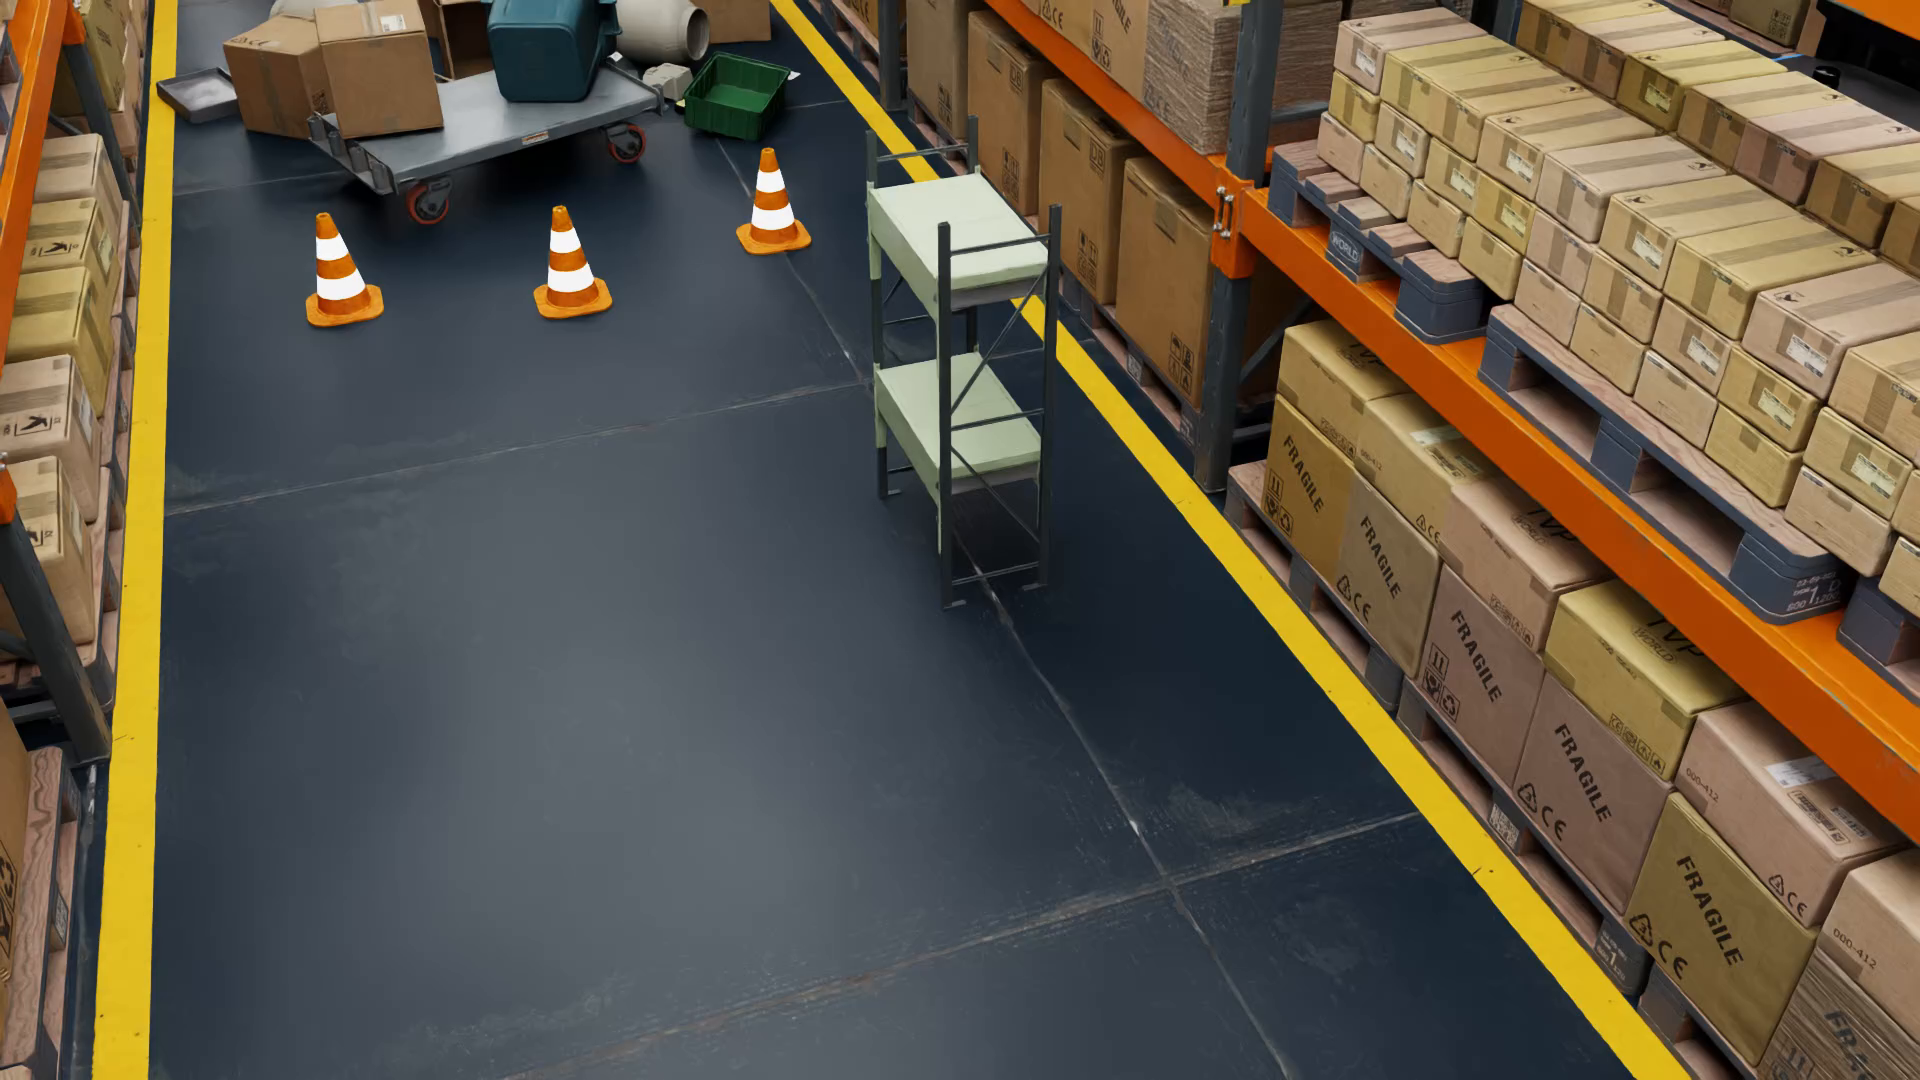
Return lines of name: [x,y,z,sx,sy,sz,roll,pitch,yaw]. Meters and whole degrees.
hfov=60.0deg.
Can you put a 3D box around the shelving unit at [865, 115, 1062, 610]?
shelving unit: [-0.002,-0.603,5.804,0.431,1.500,0.755,-12,39,-16]

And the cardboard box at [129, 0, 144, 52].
cardboard box: [-5.070,-3.025,9.709,0.500,0.250,0.500,-14,39,-18]

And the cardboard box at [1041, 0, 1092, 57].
cardboard box: [0.660,-2.311,6.742,0.500,0.500,0.500,-13,39,-17]

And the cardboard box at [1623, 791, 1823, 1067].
cardboard box: [2.118,0.927,4.255,0.500,0.500,0.500,-13,39,-17]

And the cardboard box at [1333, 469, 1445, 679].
cardboard box: [1.589,0.059,5.408,0.500,0.500,0.500,-12,39,-15]

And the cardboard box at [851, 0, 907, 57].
cardboard box: [-0.118,-3.456,9.762,0.875,0.875,0.875,-12,39,-15]

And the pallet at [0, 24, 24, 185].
pallet: [-3.923,-1.459,5.853,1.003,0.211,1.213,-12,39,-16]

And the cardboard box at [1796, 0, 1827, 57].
cardboard box: [5.255,-2.974,9.417,0.700,0.500,0.500,-16,40,-20]

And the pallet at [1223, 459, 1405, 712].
pallet: [1.677,0.048,6.011,1.003,0.211,1.213,-12,39,-16]

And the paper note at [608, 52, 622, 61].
paper note: [-2.153,-2.967,10.170,0.172,0.023,0.155,0,37,0]

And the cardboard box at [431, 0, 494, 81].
cardboard box: [-2.646,-3.008,9.712,0.797,0.637,0.503,-12,39,-16]

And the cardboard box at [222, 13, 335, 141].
cardboard box: [-3.671,-2.575,9.251,0.500,0.500,0.500,12,39,16]

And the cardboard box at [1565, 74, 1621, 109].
cardboard box: [2.100,-1.359,5.173,0.380,0.149,0.250,-11,38,-14]

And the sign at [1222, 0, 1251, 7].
sign: [0.889,-1.854,5.255,0.100,0.325,0.005,-12,39,-16]

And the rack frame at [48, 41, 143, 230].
rack frame: [-4.580,-2.686,7.322,1.000,3.000,0.127,-12,39,-16]

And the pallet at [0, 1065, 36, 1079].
pallet: [-2.587,1.837,3.636,1.003,0.211,1.213,-12,39,-16]

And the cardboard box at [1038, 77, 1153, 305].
cardboard box: [0.980,-1.633,7.445,1.050,0.750,0.750,-12,39,-15]

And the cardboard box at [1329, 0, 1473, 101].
cardboard box: [1.508,-1.857,6.139,0.500,0.500,0.500,-12,39,-15]

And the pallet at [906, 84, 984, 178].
pallet: [0.369,-2.233,9.040,1.003,0.211,1.213,-12,39,-16]

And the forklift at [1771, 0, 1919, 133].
forklift: [4.539,-2.362,6.950,3.031,2.935,1.130,-15,39,-19]

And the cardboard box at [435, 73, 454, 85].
cardboard box: [-2.845,-2.498,9.346,0.396,0.266,0.258,19,41,23]

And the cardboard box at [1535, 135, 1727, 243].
cardboard box: [1.747,-0.919,4.342,0.380,0.149,0.250,-11,38,-14]

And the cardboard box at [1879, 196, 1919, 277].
cardboard box: [2.540,-0.753,4.122,0.380,0.149,0.250,-11,38,-15]

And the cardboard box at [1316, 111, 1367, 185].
cardboard box: [1.374,-1.281,5.317,0.380,0.149,0.250,-13,39,-17]

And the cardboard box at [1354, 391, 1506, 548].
cardboard box: [1.594,-0.251,5.195,0.500,0.250,0.500,-13,39,-16]

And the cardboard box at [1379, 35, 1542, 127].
cardboard box: [1.481,-1.360,4.928,0.380,0.149,0.250,-13,39,-17]

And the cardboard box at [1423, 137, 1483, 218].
cardboard box: [1.577,-1.077,4.799,0.380,0.149,0.250,-14,39,-17]

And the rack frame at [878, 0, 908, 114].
rack frame: [0.033,-3.767,8.759,1.000,3.000,0.127,-12,39,-16]

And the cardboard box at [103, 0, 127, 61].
cardboard box: [-4.725,-2.744,8.712,0.500,0.500,0.500,-11,38,-14]

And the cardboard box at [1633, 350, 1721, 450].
cardboard box: [1.920,-0.385,4.128,0.380,0.149,0.250,-14,39,-17]

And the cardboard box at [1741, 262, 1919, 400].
cardboard box: [2.016,-0.476,3.754,0.380,0.149,0.250,-14,39,-18]

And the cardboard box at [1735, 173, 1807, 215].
cardboard box: [2.362,-0.928,4.602,0.380,0.149,0.250,-13,39,-16]

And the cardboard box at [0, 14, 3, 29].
cardboard box: [-3.806,-1.940,6.192,0.380,0.149,0.250,-12,39,-16]

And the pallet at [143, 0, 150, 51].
pallet: [-5.684,-3.322,10.485,1.003,0.211,1.213,-12,39,-16]

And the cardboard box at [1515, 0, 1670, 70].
cardboard box: [2.008,-1.631,5.287,0.380,0.149,0.250,-14,39,-18]

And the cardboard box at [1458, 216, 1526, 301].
cardboard box: [1.653,-0.825,4.711,0.380,0.149,0.250,-11,38,-14]

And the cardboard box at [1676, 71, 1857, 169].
cardboard box: [2.278,-1.191,4.703,0.380,0.149,0.250,-11,38,-15]

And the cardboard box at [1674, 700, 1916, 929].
cardboard box: [2.128,0.621,4.037,0.500,0.250,0.500,-11,38,-14]

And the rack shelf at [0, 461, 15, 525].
rack shelf: [-2.516,0.991,3.039,1.077,0.370,4.000,-12,39,-16]

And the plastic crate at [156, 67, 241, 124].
plastic crate: [-4.351,-2.576,9.603,0.402,0.080,0.583,-27,45,-31]

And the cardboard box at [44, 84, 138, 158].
cardboard box: [-4.530,-2.144,8.540,0.500,0.250,0.500,-14,39,-18]

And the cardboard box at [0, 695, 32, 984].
cardboard box: [-3.044,0.662,4.294,0.875,0.875,0.875,-13,39,-16]

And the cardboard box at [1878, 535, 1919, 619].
cardboard box: [2.203,0.072,3.522,0.380,0.149,0.250,-14,39,-18]

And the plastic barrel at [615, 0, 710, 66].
plastic barrel: [-1.798,-3.062,9.963,0.512,0.421,0.421,12,39,16]

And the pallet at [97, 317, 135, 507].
pallet: [-3.887,-0.442,6.661,1.003,0.211,1.213,-12,39,-16]

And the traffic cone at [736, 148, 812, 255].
traffic cone: [-0.924,-1.684,8.101,0.336,0.463,0.334,-12,39,-16]

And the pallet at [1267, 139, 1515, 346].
pallet: [1.754,-1.051,5.311,1.213,0.211,1.003,-12,39,-16]

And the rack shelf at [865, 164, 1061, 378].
rack shelf: [-0.002,-0.915,5.569,0.431,0.370,0.720,-12,39,-16]

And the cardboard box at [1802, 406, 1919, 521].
cardboard box: [2.102,-0.208,3.646,0.380,0.149,0.250,-14,39,-18]

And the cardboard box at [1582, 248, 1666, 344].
cardboard box: [1.831,-0.652,4.235,0.380,0.149,0.250,-13,39,-16]

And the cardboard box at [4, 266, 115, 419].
cardboard box: [-3.906,-0.710,6.535,0.950,0.372,0.625,-11,38,-14]
